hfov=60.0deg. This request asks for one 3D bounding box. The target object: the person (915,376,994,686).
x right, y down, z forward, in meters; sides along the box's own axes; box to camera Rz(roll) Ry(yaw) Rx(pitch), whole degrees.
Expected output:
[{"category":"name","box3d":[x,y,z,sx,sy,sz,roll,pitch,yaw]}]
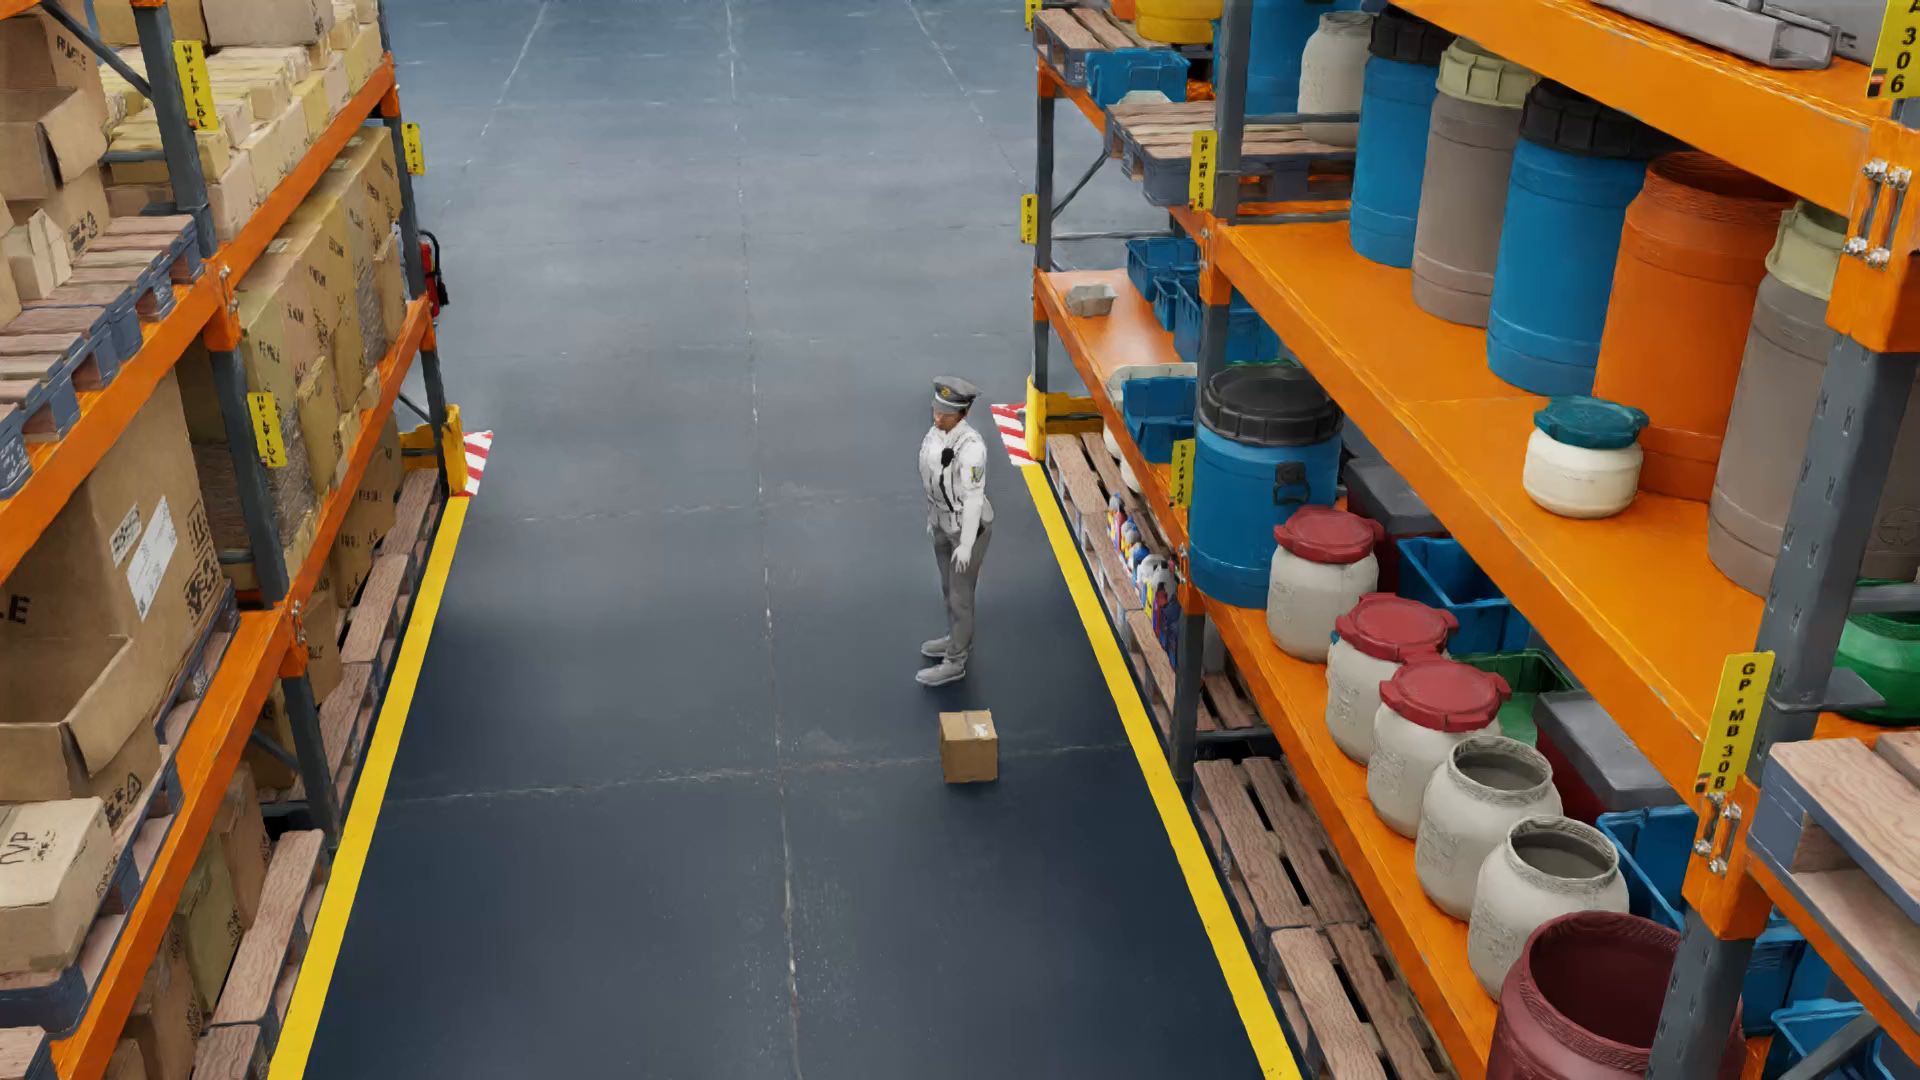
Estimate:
[{"category":"person","box3d":[-0.090,-0.052,8.655,0.474,1.685,0.545,-16,31,-28]}]
